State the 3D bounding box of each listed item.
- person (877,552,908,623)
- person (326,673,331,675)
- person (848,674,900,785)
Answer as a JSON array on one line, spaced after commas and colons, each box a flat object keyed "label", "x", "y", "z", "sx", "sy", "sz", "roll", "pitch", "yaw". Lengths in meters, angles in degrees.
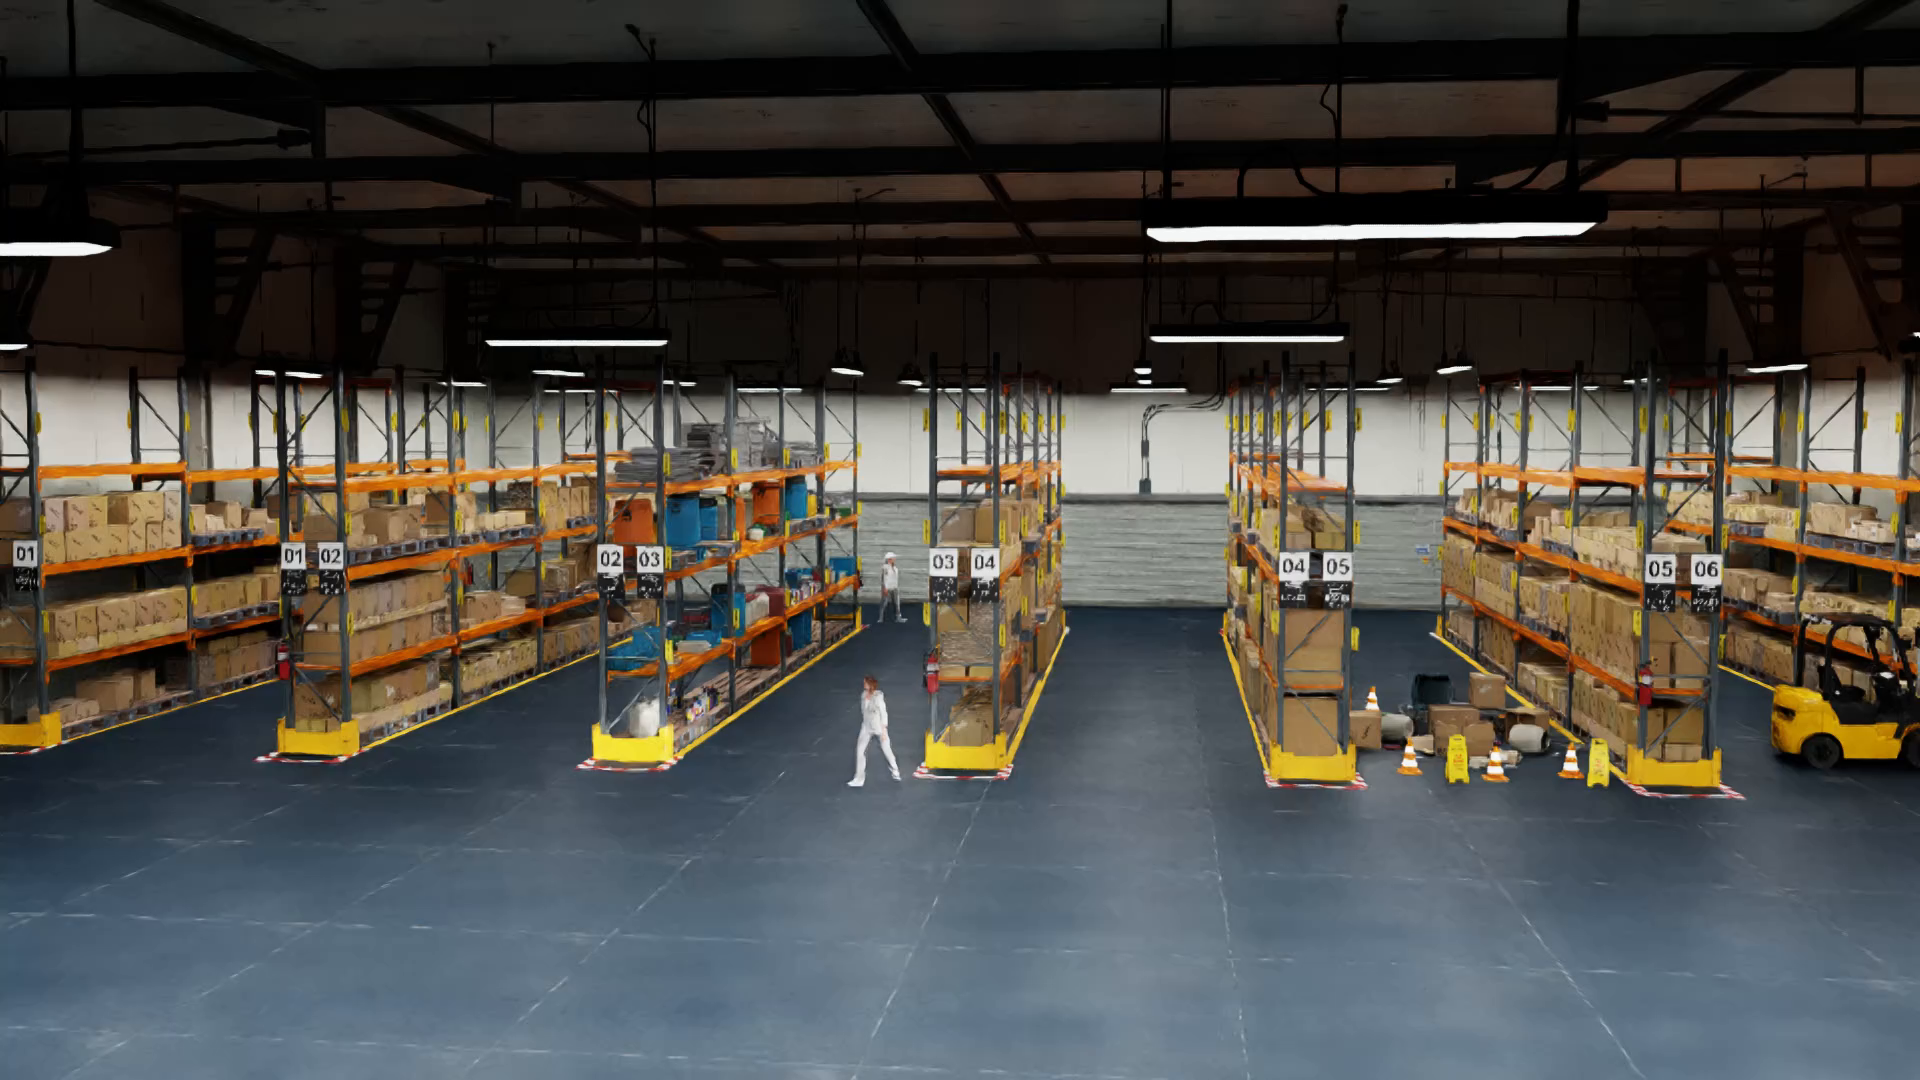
[{"label": "person", "x": -1.713, "y": 1.177, "z": 41.443, "sx": 0.530, "sy": 1.764, "sz": 0.723, "roll": 3, "pitch": 5, "yaw": 41}, {"label": "person", "x": -11.695, "y": 2.011, "z": 30.702, "sx": 0.498, "sy": 1.585, "sz": 1.075, "roll": 0, "pitch": 4, "yaw": 4}, {"label": "person", "x": -1.170, "y": 2.611, "z": 22.995, "sx": 0.453, "sy": 1.520, "sz": 0.883, "roll": 2, "pitch": 5, "yaw": 30}]
